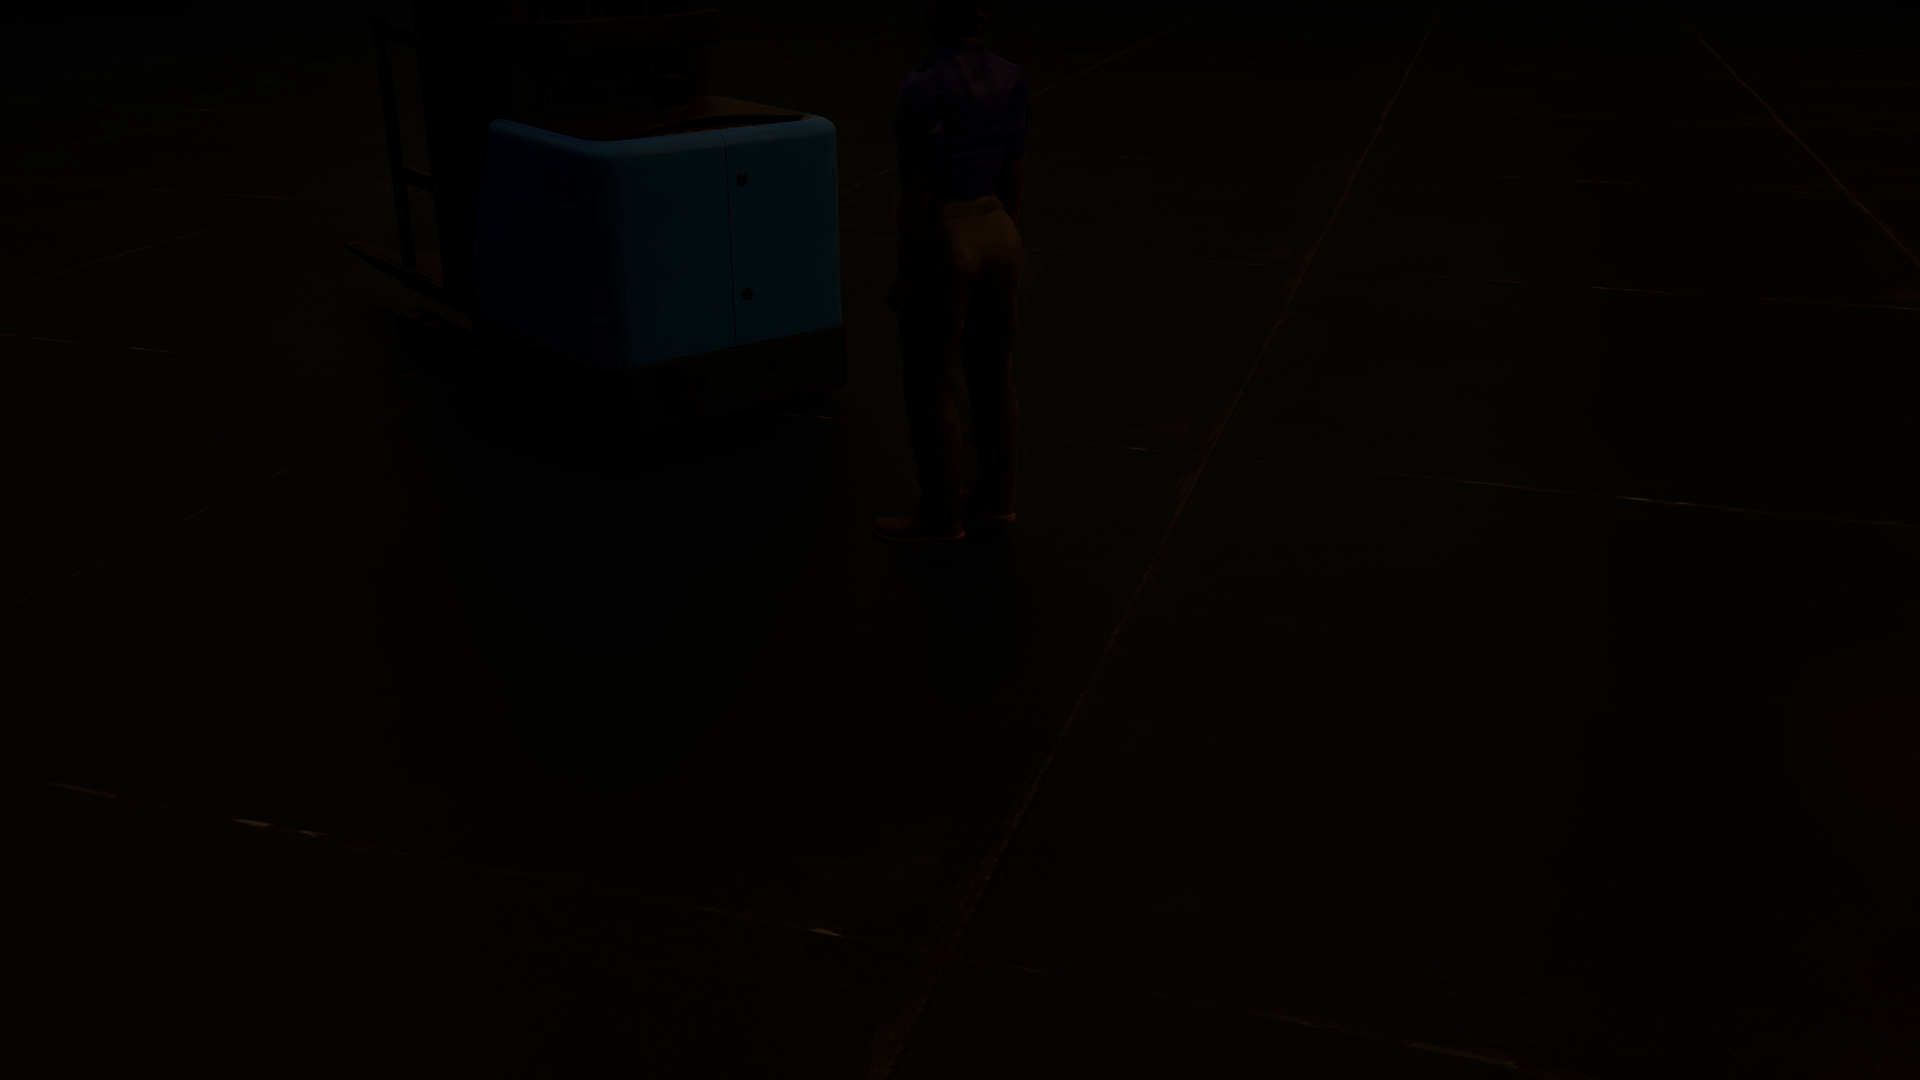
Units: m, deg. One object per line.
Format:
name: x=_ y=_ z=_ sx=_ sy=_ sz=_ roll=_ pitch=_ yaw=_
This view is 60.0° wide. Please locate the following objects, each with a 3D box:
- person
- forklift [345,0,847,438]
person: x=-0.040 y=-0.801 z=4.795 sx=0.466 sy=1.659 sz=0.345 roll=-17 pitch=28 yaw=-35
forklift: x=-1.747 y=-2.206 z=6.624 sx=1.130 sy=2.935 sz=3.031 roll=-17 pitch=28 yaw=-35
